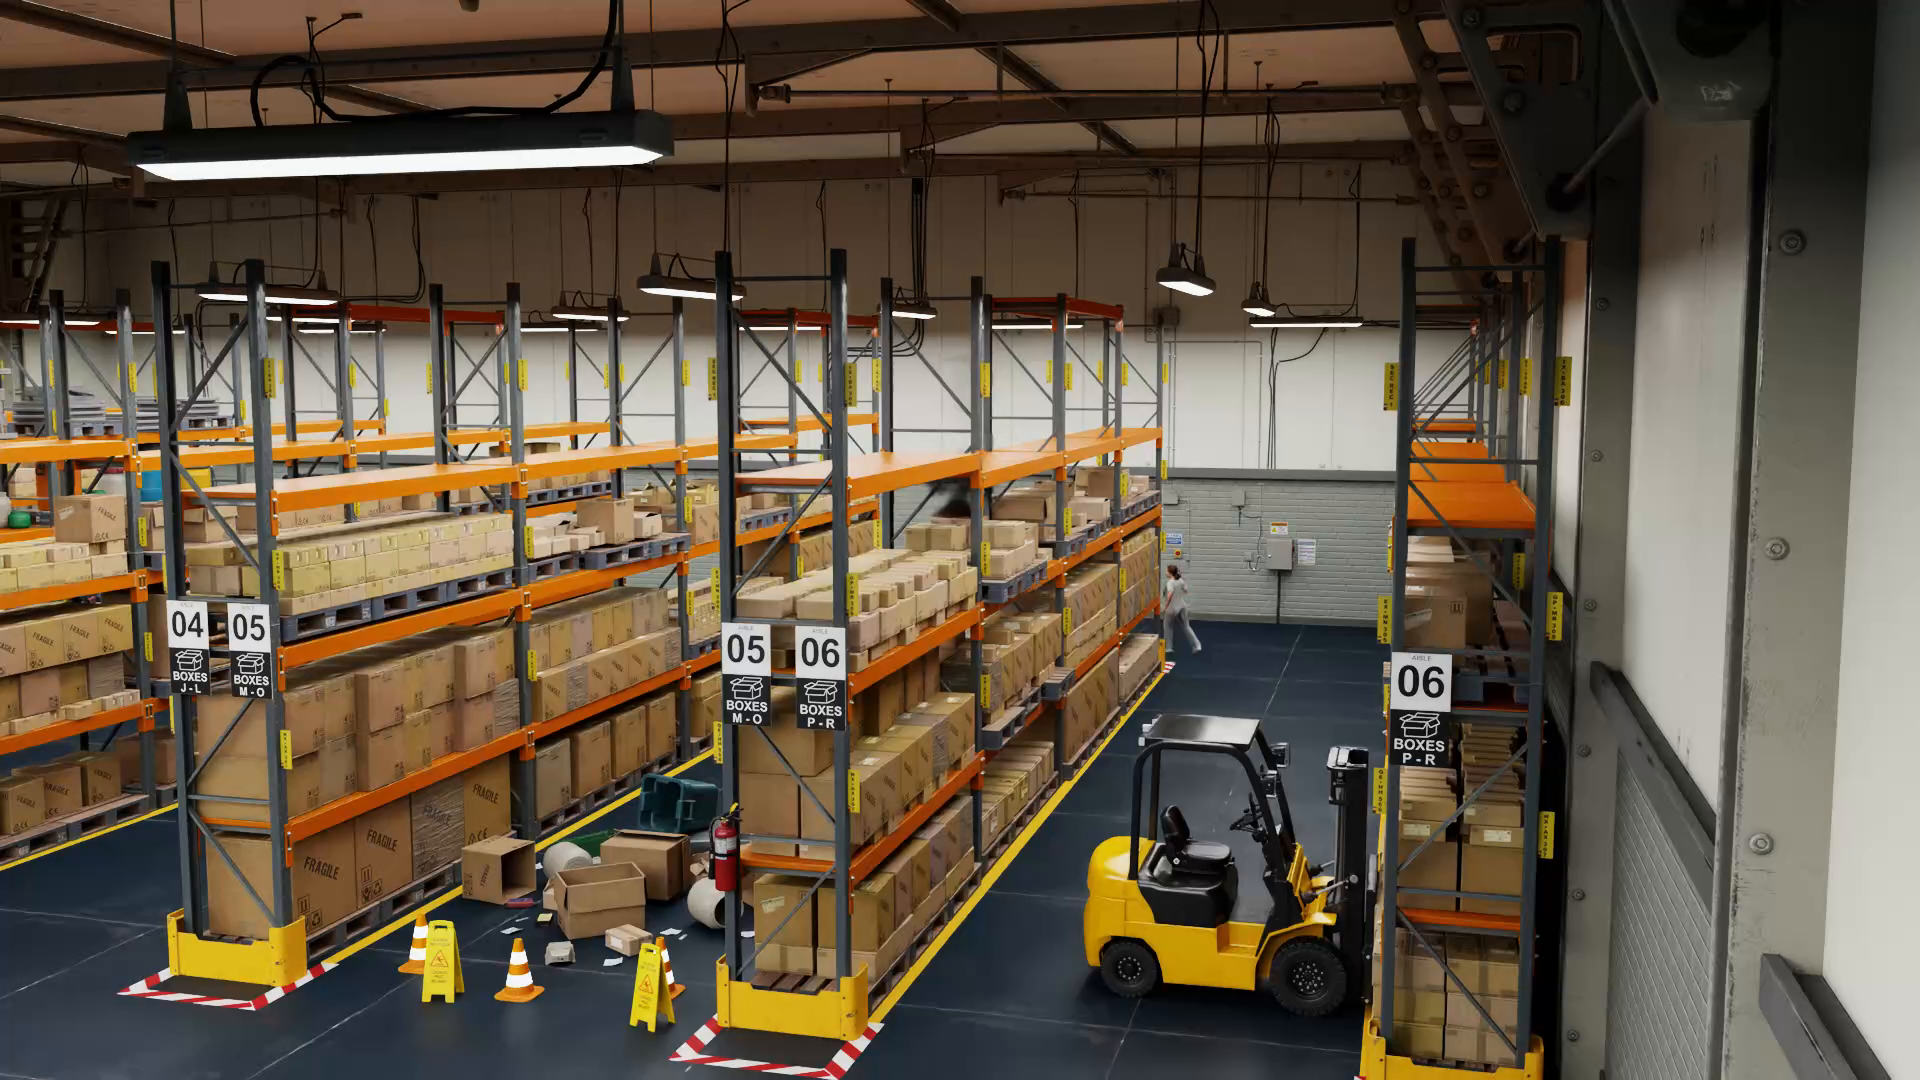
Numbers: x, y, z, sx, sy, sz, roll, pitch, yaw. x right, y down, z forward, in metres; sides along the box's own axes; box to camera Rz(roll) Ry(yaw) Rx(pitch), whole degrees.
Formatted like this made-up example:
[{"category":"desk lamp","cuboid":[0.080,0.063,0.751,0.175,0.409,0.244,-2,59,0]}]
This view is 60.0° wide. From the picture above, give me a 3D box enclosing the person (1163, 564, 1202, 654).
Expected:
[{"category":"person","cuboid":[3.771,1.211,29.329,0.694,1.612,0.921,-4,7,-33]}]
